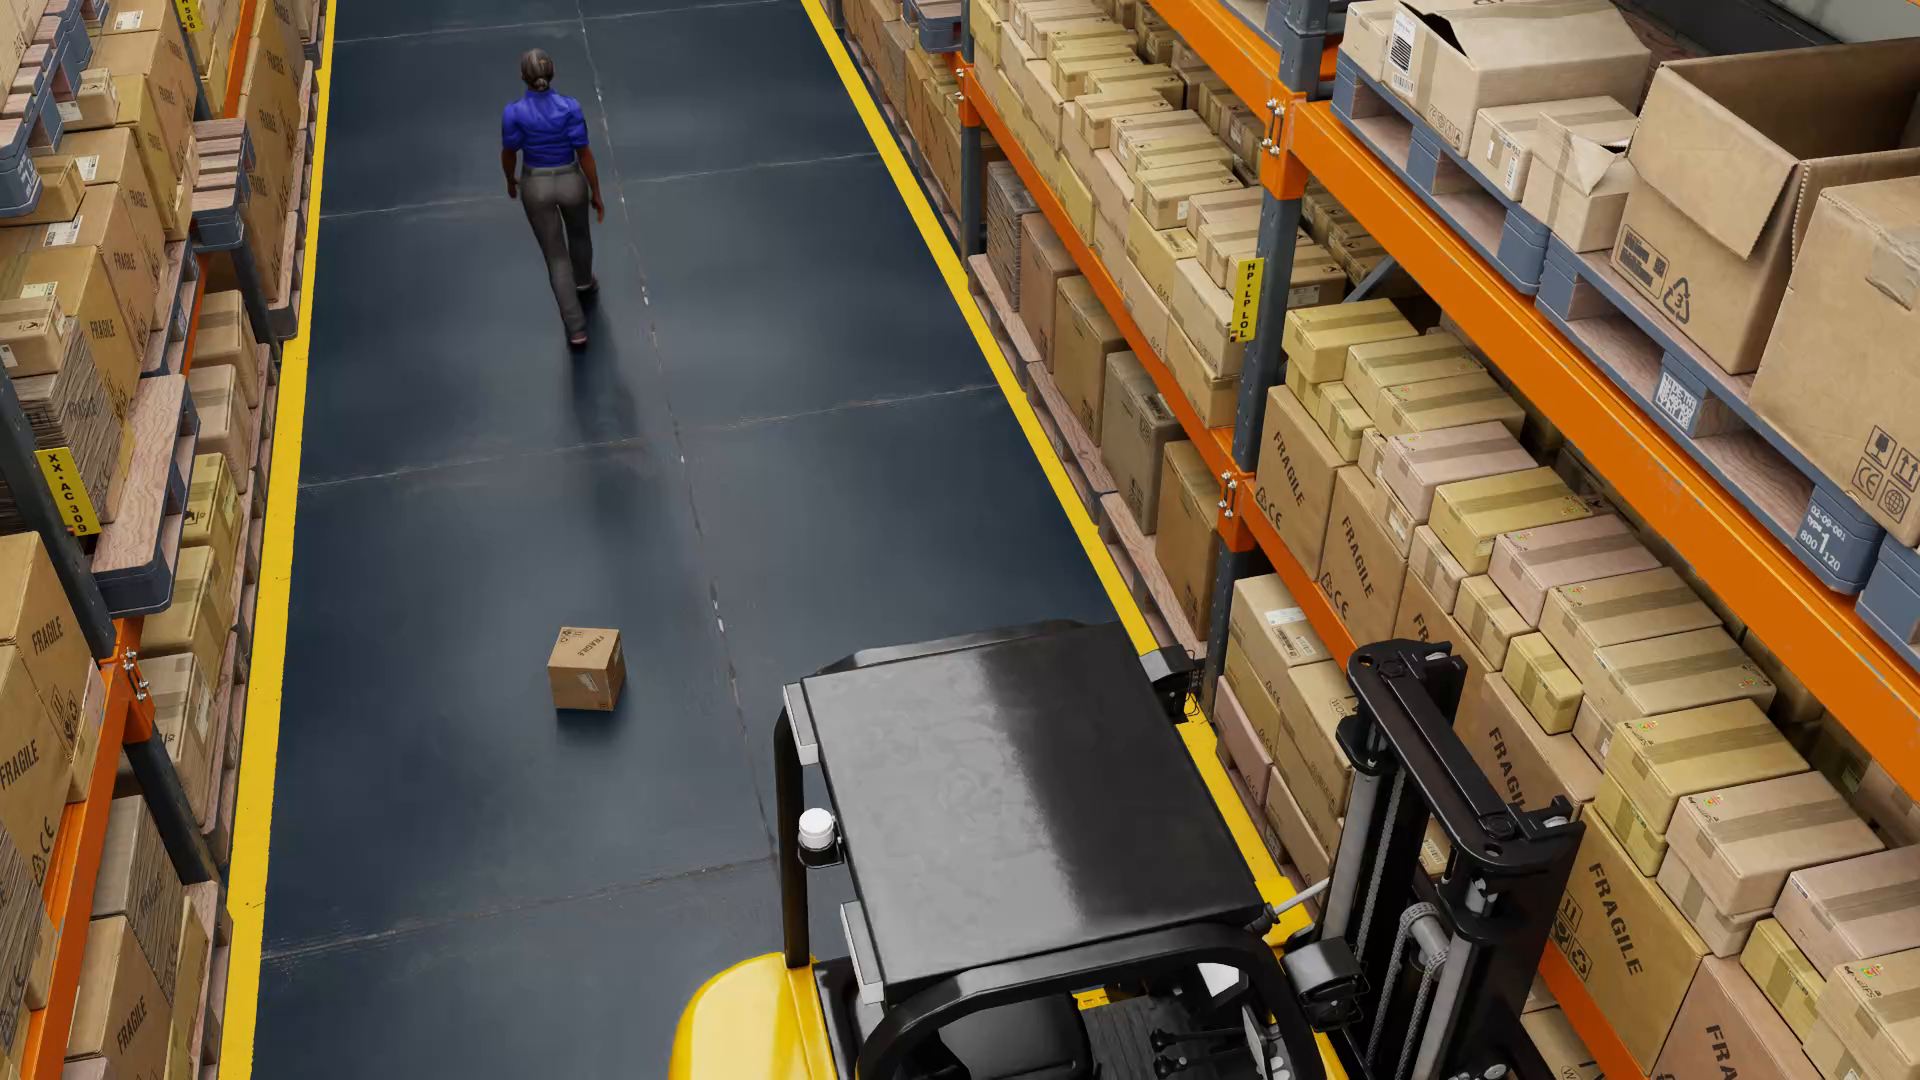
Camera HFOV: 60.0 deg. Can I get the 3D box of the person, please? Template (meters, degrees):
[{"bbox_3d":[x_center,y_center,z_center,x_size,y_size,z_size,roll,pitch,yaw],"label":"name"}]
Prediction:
[{"bbox_3d":[-2.256,-1.959,9.179,0.484,1.635,0.875,-13,40,-16],"label":"person"}]
